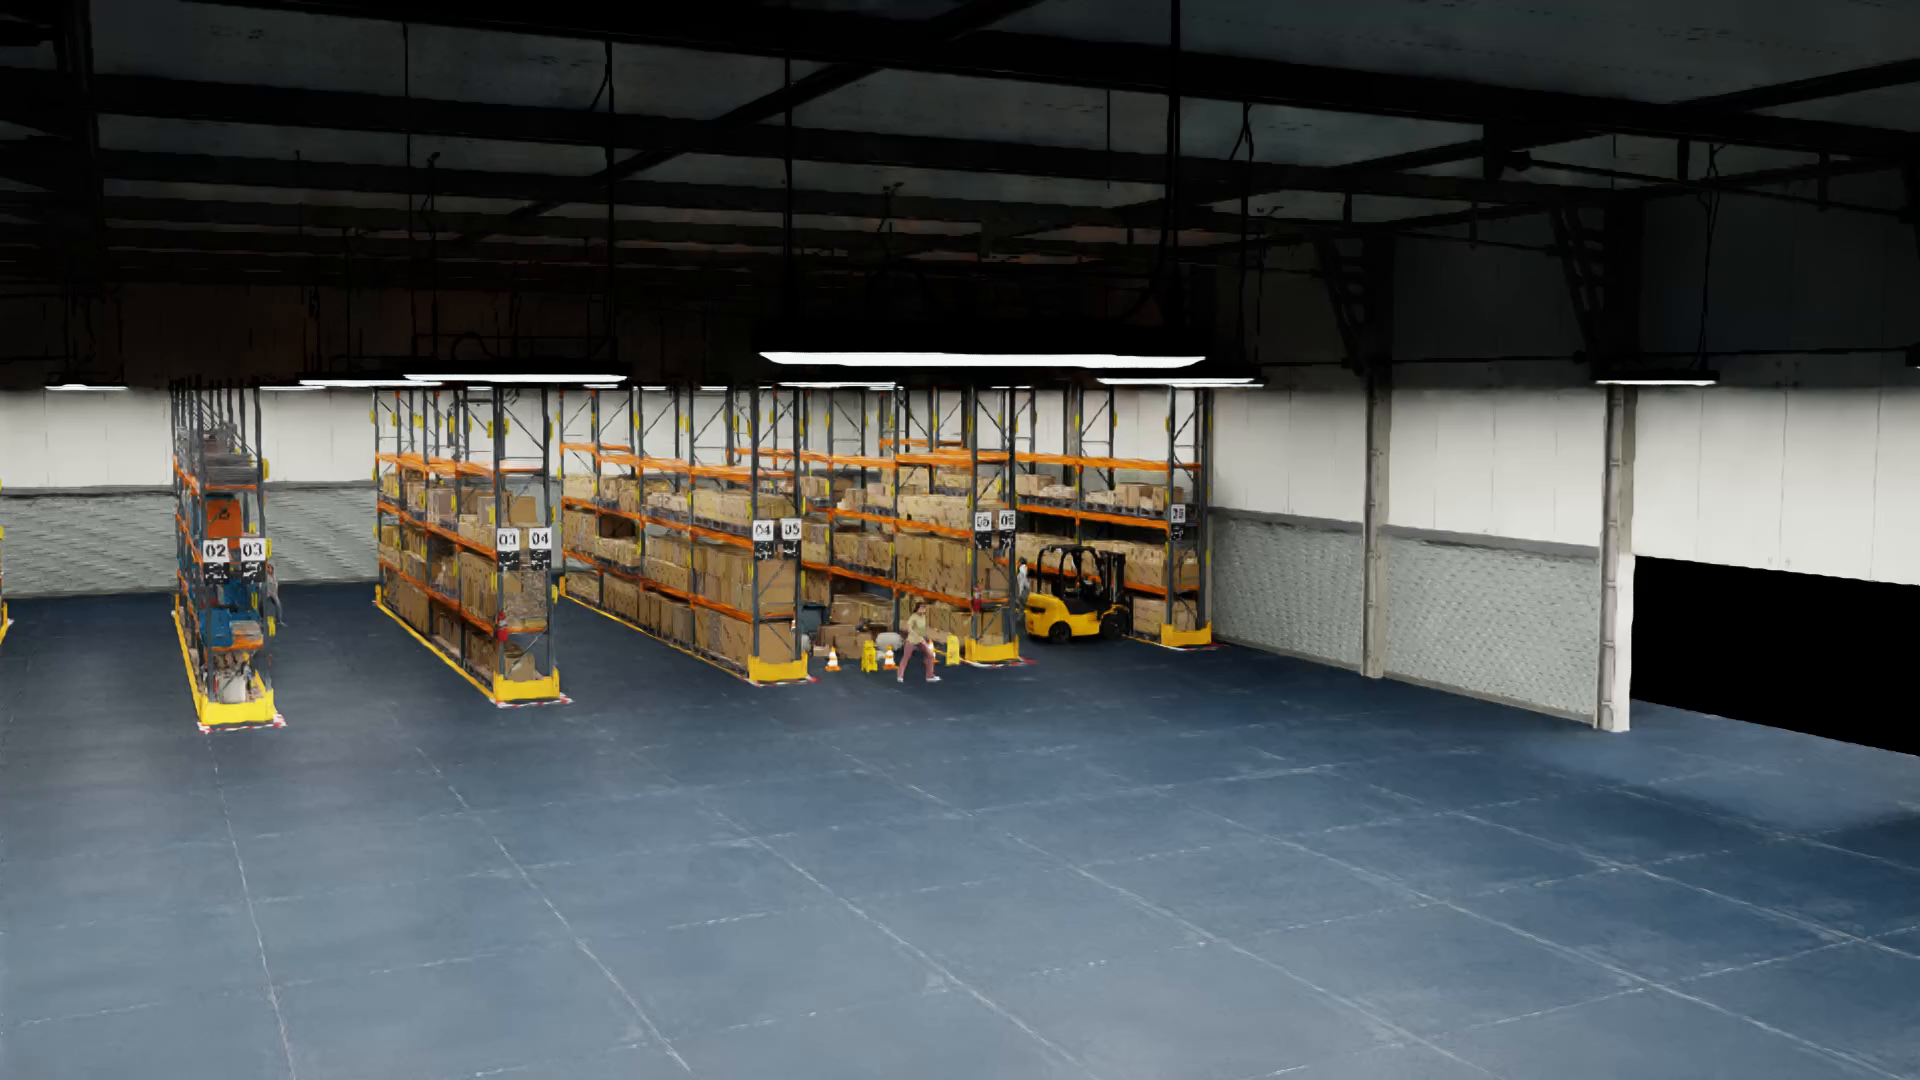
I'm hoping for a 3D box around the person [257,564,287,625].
[{"bbox_3d":[-16.937,1.328,40.729,0.784,1.528,0.553,5,7,43],"label":"person"}]

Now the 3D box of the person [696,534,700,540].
[{"bbox_3d":[-7.759,0.548,48.839,0.605,1.656,0.594,-5,7,-42],"label":"person"}]

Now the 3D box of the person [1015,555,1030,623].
[{"bbox_3d":[1.533,1.213,41.225,0.544,1.664,0.579,0,5,0],"label":"person"}]

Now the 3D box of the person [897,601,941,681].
[{"bbox_3d":[-0.865,1.994,32.877,0.620,1.597,0.814,-5,7,-43],"label":"person"}]
